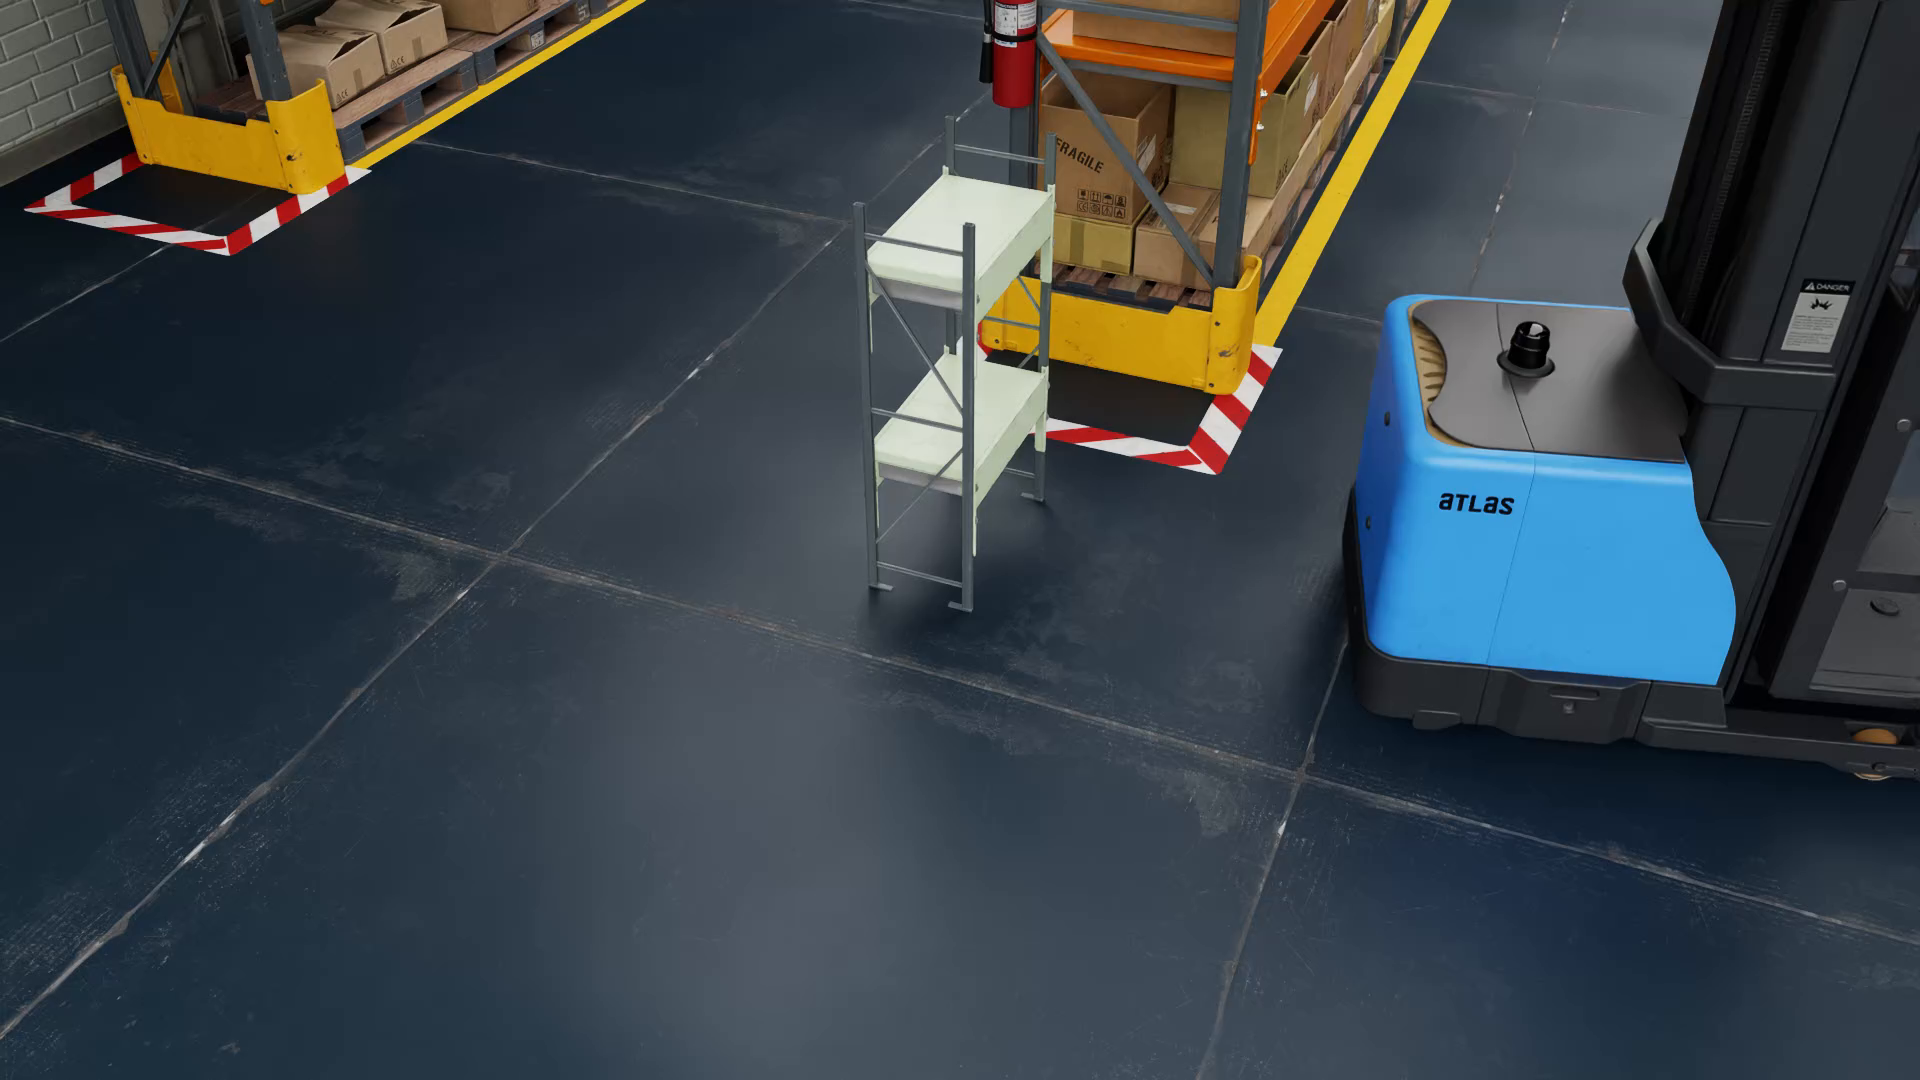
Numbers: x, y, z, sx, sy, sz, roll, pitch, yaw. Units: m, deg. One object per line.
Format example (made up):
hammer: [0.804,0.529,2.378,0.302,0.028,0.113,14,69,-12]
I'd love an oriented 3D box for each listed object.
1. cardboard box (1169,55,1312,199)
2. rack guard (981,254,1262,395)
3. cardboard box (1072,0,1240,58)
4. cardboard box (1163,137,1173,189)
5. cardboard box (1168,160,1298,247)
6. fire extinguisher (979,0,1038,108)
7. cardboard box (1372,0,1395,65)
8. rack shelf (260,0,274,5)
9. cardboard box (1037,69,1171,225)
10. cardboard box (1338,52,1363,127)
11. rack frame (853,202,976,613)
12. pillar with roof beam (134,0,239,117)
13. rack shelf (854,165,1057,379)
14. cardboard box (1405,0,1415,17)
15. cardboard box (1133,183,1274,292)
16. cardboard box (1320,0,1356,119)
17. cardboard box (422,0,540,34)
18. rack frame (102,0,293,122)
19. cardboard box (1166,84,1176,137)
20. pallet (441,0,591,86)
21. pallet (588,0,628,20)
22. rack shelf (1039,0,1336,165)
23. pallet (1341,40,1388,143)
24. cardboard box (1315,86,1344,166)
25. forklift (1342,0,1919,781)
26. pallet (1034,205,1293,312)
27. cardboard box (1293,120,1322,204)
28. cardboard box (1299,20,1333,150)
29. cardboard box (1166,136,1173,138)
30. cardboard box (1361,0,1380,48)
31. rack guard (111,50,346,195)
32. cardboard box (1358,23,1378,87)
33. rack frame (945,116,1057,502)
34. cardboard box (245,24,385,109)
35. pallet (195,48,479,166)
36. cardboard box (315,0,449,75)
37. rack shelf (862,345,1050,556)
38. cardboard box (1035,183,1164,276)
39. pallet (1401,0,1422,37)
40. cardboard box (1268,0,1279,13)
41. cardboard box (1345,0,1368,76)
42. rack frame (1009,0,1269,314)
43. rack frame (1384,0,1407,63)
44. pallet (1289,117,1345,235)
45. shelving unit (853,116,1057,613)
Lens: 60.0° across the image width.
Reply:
cardboard box: [1.289,-1.938,7.656,0.500,0.500,0.500,14,39,18]
rack guard: [0.681,-1.032,7.214,1.175,0.500,0.348,14,39,18]
cardboard box: [0.880,-2.342,6.795,0.700,0.500,0.500,14,39,18]
cardboard box: [0.800,-1.757,8.042,0.500,0.250,0.500,14,39,18]
cardboard box: [1.287,-1.638,7.881,0.500,0.250,0.500,14,39,18]
fire extinguisher: [0.216,-2.056,6.560,0.296,0.674,0.183,14,39,18]
cardboard box: [2.238,-3.022,9.733,0.500,0.250,0.500,14,39,18]
rack shelf: [-3.131,-3.992,9.687,1.077,0.370,4.000,14,39,18]
cardboard box: [0.619,-1.779,7.444,0.500,0.500,0.500,14,39,18]
cardboard box: [1.862,-2.467,8.991,0.500,0.250,0.500,14,39,18]
rack frame: [-0.142,-0.394,5.525,0.400,1.500,0.023,14,39,18]
pillar with roof beam: [-0.444,-5.180,5.664,9.100,9.000,0.400,14,39,18]
rack shelf: [-0.003,-0.910,5.562,0.431,0.370,0.720,14,39,18]
cardboard box: [2.595,-3.495,10.367,0.500,0.250,0.500,13,39,17]
cardboard box: [1.100,-1.360,7.510,0.500,0.250,0.500,14,39,18]
cardboard box: [1.673,-2.490,8.396,0.500,0.500,0.500,14,39,18]
cardboard box: [-3.003,-3.421,10.042,0.700,0.500,0.500,11,38,15]
rack frame: [-3.892,-3.173,7.990,1.000,3.000,0.127,14,39,18]
cardboard box: [0.986,-2.336,8.189,0.500,0.500,0.500,14,39,18]
pallet: [-3.056,-3.213,10.373,1.003,0.211,1.213,14,39,18]
pallet: [-2.593,-3.891,11.279,1.003,0.211,1.213,14,39,18]
rack shelf: [1.451,-2.866,8.180,1.077,0.370,4.000,14,39,18]
pallet: [1.871,-2.714,9.704,1.003,0.211,1.213,14,39,18]
cardboard box: [1.673,-2.190,8.620,0.500,0.250,0.500,14,39,18]
forklift: [2.851,-0.742,4.795,3.031,2.935,1.130,5,37,6]
pallet: [0.943,-1.363,7.897,1.003,0.211,1.213,14,39,18]
cardboard box: [1.478,-1.914,8.252,0.500,0.250,0.500,14,39,18]
cardboard box: [1.467,-2.217,8.031,0.500,0.500,0.500,14,39,18]
cardboard box: [0.989,-2.035,8.413,0.500,0.250,0.500,14,39,18]
cardboard box: [2.037,-3.048,9.142,0.500,0.500,0.500,14,39,18]
rack guard: [-3.863,-2.214,8.795,1.175,0.500,0.348,14,39,18]
cardboard box: [2.039,-2.747,9.366,0.500,0.250,0.500,14,39,18]
rack frame: [0.137,-0.800,6.067,0.400,1.500,0.023,14,39,18]
cardboard box: [-3.546,-2.635,9.148,0.500,0.311,0.500,10,38,13]
pallet: [-3.521,-2.540,9.472,1.003,0.211,1.213,14,39,18]
cardboard box: [-3.329,-2.951,9.571,0.500,0.311,0.500,17,40,21]
rack shelf: [-0.003,-0.336,5.991,0.431,0.370,0.720,14,39,18]
cardboard box: [0.621,-1.478,7.668,0.500,0.250,0.500,14,39,18]
pallet: [2.457,-3.561,10.838,1.003,0.211,1.213,14,39,18]
cardboard box: [1.075,-2.634,7.185,0.700,0.500,0.500,15,39,19]
cardboard box: [1.850,-2.770,8.770,0.500,0.500,0.500,14,39,18]
rack frame: [0.691,-2.047,6.483,1.000,3.000,0.127,14,39,18]
rack frame: [2.212,-4.261,9.446,1.000,3.000,0.127,14,39,18]
pallet: [1.408,-2.036,8.798,1.003,0.211,1.213,14,39,18]
shelving unit: [-0.003,-0.597,5.796,0.431,1.500,0.755,14,39,18]
